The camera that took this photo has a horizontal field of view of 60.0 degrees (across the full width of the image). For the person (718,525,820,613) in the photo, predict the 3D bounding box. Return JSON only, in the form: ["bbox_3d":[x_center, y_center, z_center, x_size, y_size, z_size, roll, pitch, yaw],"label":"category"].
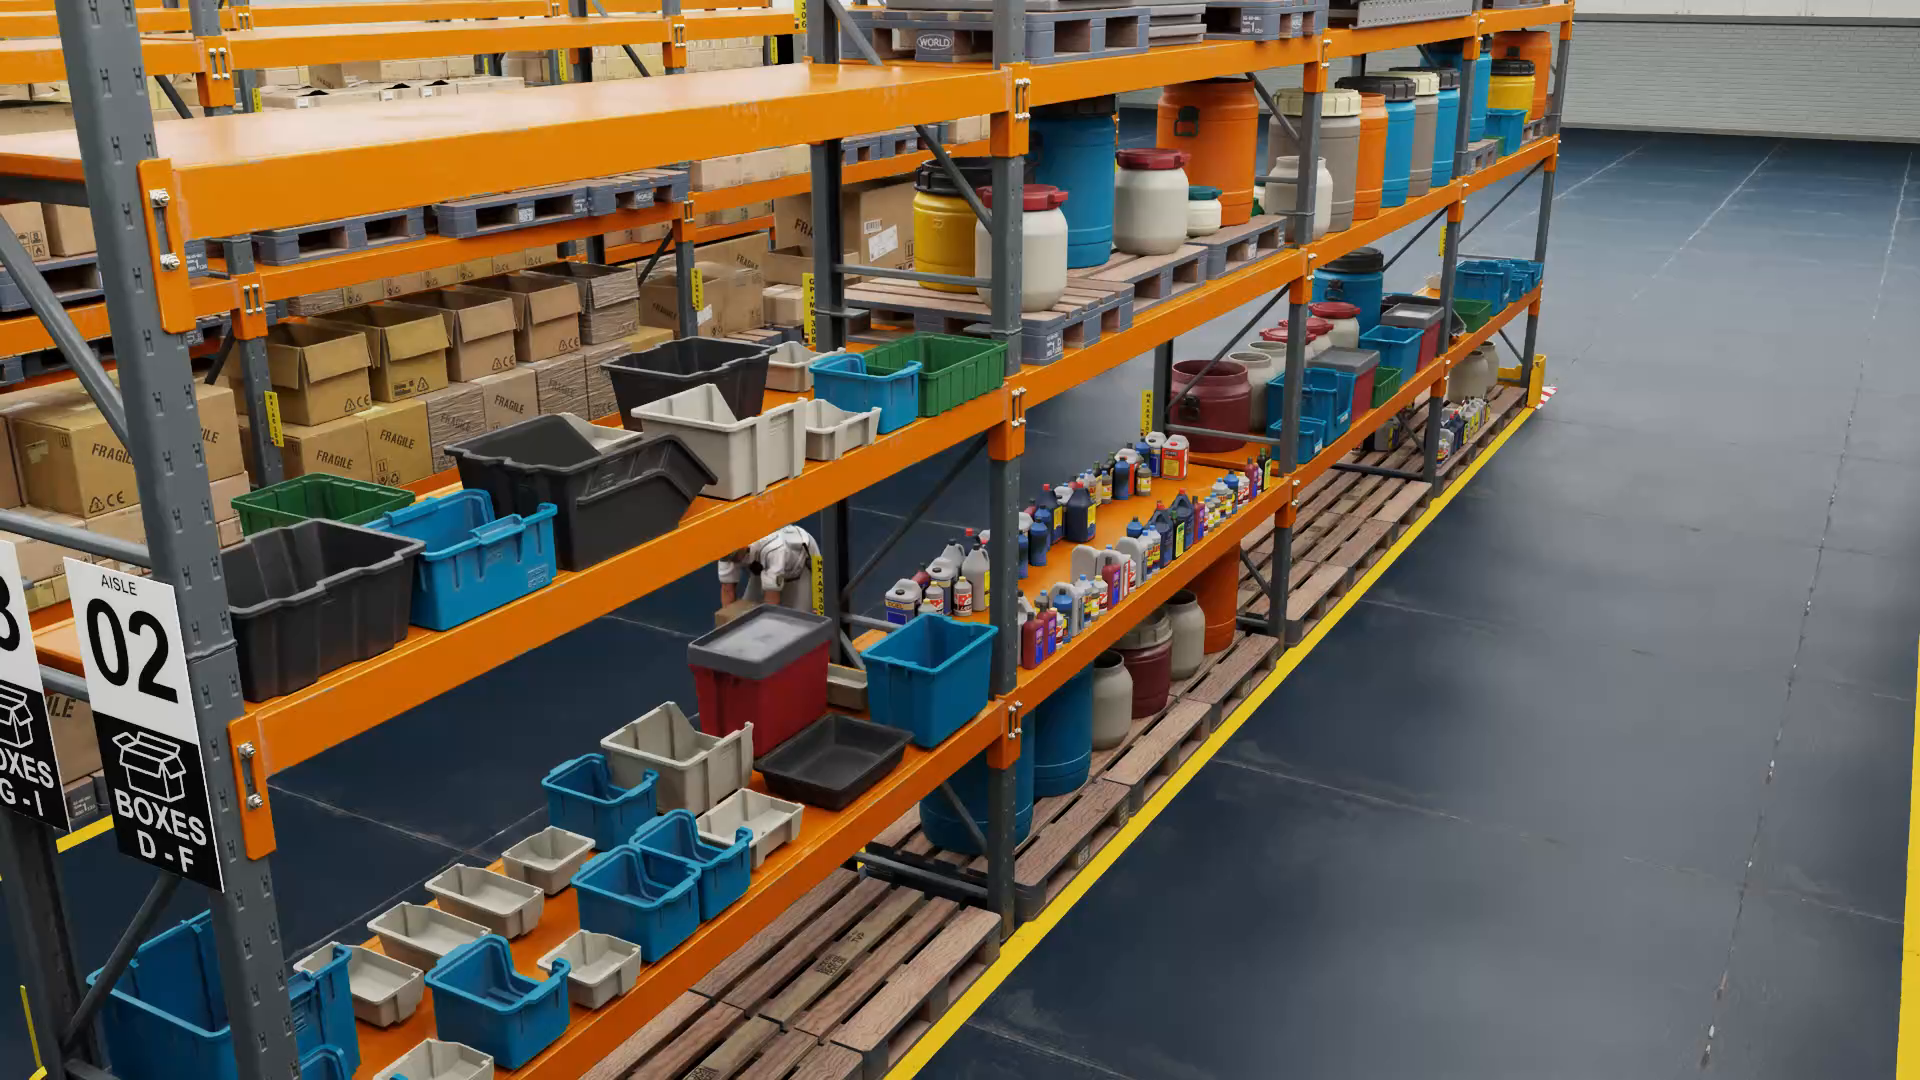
[{"bbox_3d":[-1.251,0.412,10.509,0.487,1.342,0.987,10,21,26],"label":"person"}]
